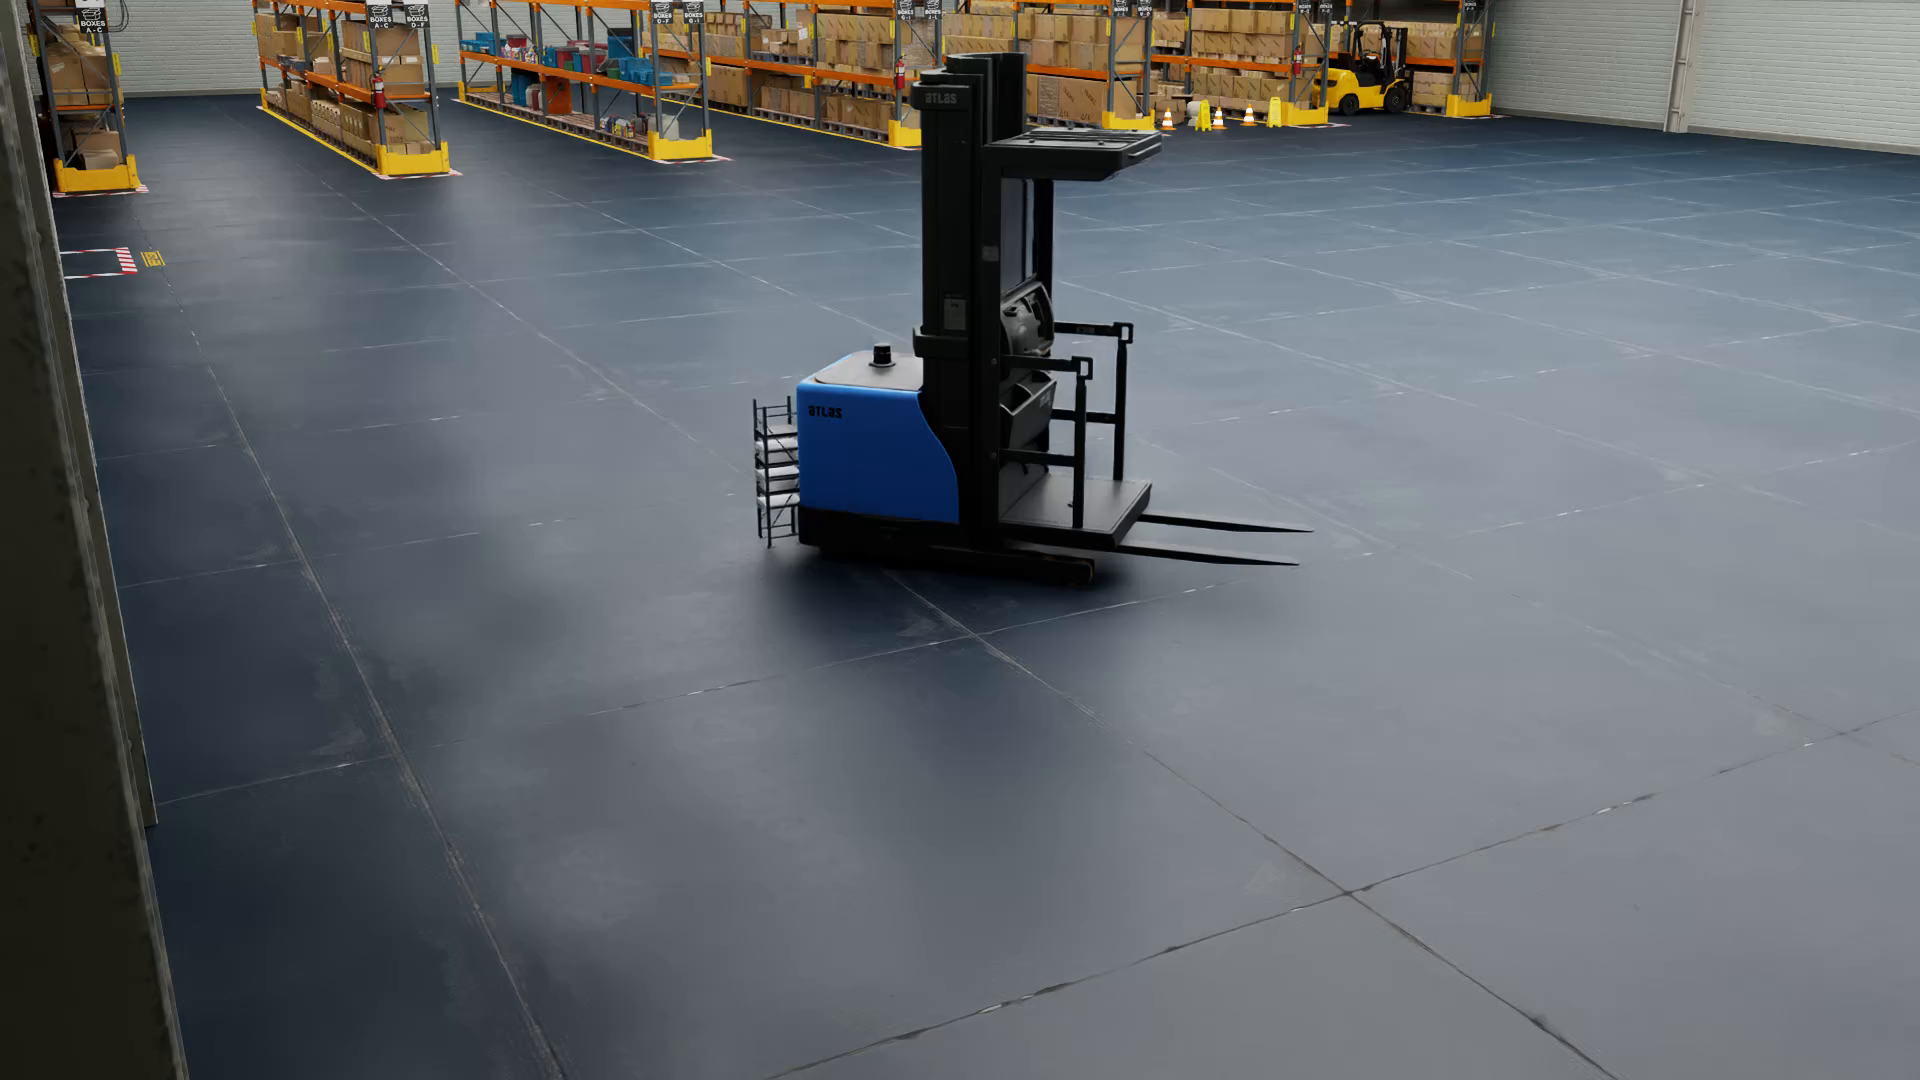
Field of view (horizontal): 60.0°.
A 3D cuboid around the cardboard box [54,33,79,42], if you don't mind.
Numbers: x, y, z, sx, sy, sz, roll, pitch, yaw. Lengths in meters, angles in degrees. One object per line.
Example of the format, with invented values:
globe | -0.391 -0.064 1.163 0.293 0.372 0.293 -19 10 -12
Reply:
cardboard box | -17.346 -9.754 32.293 0.380 0.149 0.250 -14 24 -36

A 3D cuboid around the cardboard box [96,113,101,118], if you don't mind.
cardboard box | -17.315 -8.205 32.782 0.700 0.500 0.500 -10 21 -26

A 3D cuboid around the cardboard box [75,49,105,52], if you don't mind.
cardboard box | -14.835 -8.145 28.501 0.500 0.500 0.500 -11 22 -28

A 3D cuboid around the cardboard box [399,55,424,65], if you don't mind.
cardboard box | -9.543 -8.349 28.894 0.380 0.149 0.250 -10 21 -27

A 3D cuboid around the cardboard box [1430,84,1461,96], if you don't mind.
cardboard box | 11.756 -10.913 40.279 0.500 0.250 0.500 -10 22 -27

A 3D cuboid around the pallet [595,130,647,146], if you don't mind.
pallet | -6.802 -8.246 34.018 1.003 0.211 1.213 -10 21 -27

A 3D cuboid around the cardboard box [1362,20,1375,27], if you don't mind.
cardboard box | 10.472 -13.134 42.305 0.380 0.149 0.250 -10 21 -26

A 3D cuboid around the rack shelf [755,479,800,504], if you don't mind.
rack shelf | -1.118 -0.305 10.328 0.258 0.077 0.200 -8 21 -22

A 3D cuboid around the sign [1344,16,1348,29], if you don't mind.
sign | 9.890 -13.258 42.616 0.100 0.325 0.005 -10 21 -27

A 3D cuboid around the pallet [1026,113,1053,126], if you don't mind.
pallet | 1.980 -9.721 38.294 1.003 0.211 1.213 -10 21 -27

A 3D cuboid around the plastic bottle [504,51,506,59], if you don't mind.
plastic bottle | -10.950 -11.726 40.133 0.097 0.201 0.097 0 19 0

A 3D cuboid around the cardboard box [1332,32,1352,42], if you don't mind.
cardboard box | 9.904 -13.102 43.280 0.500 0.250 0.500 -10 22 -28

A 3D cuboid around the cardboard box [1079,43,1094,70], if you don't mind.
cardboard box | 3.091 -10.446 35.890 0.875 0.550 0.550 -10 21 -27

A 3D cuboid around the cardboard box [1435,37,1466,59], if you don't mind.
cardboard box | 11.797 -11.835 39.991 0.500 0.500 0.500 -11 22 -28

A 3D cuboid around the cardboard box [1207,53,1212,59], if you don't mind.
cardboard box | 6.182 -11.671 40.053 0.380 0.149 0.250 -10 21 -27

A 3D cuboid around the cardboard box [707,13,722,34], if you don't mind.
cardboard box | -5.898 -12.968 41.736 0.797 0.503 0.637 -10 21 -26

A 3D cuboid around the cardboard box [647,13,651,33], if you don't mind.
cardboard box | -8.196 -14.076 45.264 0.500 0.500 0.500 -11 22 -28

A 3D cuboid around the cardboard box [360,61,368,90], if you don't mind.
cardboard box | -10.494 -8.476 30.257 0.700 0.500 0.500 -9 21 -25

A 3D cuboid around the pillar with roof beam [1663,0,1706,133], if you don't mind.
pillar with roof beam | 11.785 -12.473 32.797 9.100 9.000 0.400 -10 21 -27

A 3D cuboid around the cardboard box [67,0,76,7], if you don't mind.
cardboard box | -13.842 -8.690 26.247 0.500 0.500 0.500 -9 21 -25

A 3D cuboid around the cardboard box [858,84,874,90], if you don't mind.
cardboard box | -2.597 -12.477 45.732 0.380 0.149 0.250 -10 21 -26

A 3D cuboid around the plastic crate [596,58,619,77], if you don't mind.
plastic crate | -6.948 -9.564 33.658 0.767 0.338 0.504 -10 21 -27

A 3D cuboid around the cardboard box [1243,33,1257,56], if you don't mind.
cardboard box | 6.927 -11.507 38.584 0.500 0.500 0.500 -10 21 -27

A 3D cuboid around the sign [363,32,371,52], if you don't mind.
sign | -10.030 -8.428 28.133 0.100 0.325 0.005 -10 21 -27

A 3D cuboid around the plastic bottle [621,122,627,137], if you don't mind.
plastic bottle | -6.604 -8.111 32.854 0.152 0.276 0.135 -11 22 -28

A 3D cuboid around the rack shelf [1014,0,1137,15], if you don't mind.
rack shelf | 2.637 -11.773 36.471 1.077 0.370 4.000 -10 21 -27

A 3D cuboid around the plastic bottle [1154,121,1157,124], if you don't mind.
plastic bottle | 4.354 -9.547 38.020 0.283 0.061 0.133 16 25 39

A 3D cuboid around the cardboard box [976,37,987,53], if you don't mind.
cardboard box | 0.725 -11.715 39.645 0.500 0.500 0.500 -10 21 -26

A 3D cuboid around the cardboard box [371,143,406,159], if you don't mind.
cardboard box | -10.061 -6.856 29.286 0.500 0.250 0.500 -10 21 -27

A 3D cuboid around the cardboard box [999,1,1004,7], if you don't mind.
cardboard box | 1.345 -15.529 48.171 0.380 0.149 0.250 -10 21 -27

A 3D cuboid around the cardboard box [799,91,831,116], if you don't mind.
cardboard box | -3.208 -9.876 37.626 0.700 0.500 0.500 -10 21 -27

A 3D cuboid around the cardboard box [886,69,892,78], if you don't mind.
cardboard box | -1.261 -9.385 33.430 0.380 0.149 0.250 -10 21 -27

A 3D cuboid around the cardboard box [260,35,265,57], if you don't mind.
cardboard box | -16.915 -12.174 40.973 0.500 0.500 0.500 -10 22 -27

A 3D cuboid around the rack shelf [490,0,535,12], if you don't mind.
rack shelf | -9.933 -12.564 38.760 1.077 0.370 4.000 -10 21 -27

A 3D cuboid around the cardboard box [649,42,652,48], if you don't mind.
cardboard box | -8.301 -13.557 45.519 0.380 0.149 0.250 -11 22 -28

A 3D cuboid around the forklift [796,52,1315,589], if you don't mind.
forklift | 0.584 -1.299 9.716 3.031 2.935 1.130 6 20 18

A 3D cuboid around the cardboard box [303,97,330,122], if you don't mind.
cardboard box | -13.995 -9.404 36.257 0.500 0.500 0.500 -9 21 -25

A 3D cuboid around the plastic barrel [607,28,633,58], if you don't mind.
plastic barrel | -7.001 -10.158 34.516 0.600 0.901 0.708 -10 21 -27

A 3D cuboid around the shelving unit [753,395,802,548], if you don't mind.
shelving unit | -1.118 -0.422 10.288 0.258 0.900 0.210 -8 21 -22

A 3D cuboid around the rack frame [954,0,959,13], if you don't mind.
rack frame | 0.298 -15.510 50.796 1.000 3.000 0.127 -10 21 -27

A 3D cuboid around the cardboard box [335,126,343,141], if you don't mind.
cardboard box | -11.897 -7.970 32.515 0.500 0.250 0.500 -10 22 -27

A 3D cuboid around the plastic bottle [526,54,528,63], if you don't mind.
plastic bottle | -9.977 -11.138 38.428 0.097 0.201 0.097 0 19 0

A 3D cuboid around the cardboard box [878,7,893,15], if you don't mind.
cardboard box | -2.111 -14.394 45.419 0.500 0.500 0.500 -9 21 -25

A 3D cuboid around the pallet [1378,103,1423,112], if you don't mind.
pallet | 11.287 -10.932 41.802 1.003 0.211 1.213 -10 21 -27

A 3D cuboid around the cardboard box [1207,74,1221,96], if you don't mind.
cardboard box | 6.303 -10.956 40.018 0.500 0.500 0.500 -9 21 -24

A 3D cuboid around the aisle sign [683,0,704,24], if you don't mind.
aisle sign | -4.893 -9.869 30.461 0.394 0.787 0.004 -10 21 -27

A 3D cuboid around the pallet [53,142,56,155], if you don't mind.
pallet | -16.757 -7.484 31.812 1.003 0.211 1.213 -10 21 -27

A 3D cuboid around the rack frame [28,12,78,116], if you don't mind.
rack frame | -21.501 -11.674 39.677 1.000 3.000 0.127 -10 21 -27

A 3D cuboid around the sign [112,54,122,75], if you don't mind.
sign | -13.426 -7.574 26.468 0.100 0.325 0.005 -10 21 -27

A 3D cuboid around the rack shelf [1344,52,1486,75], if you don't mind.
rack shelf | 11.312 -11.921 41.497 1.077 0.370 4.000 -10 21 -27
